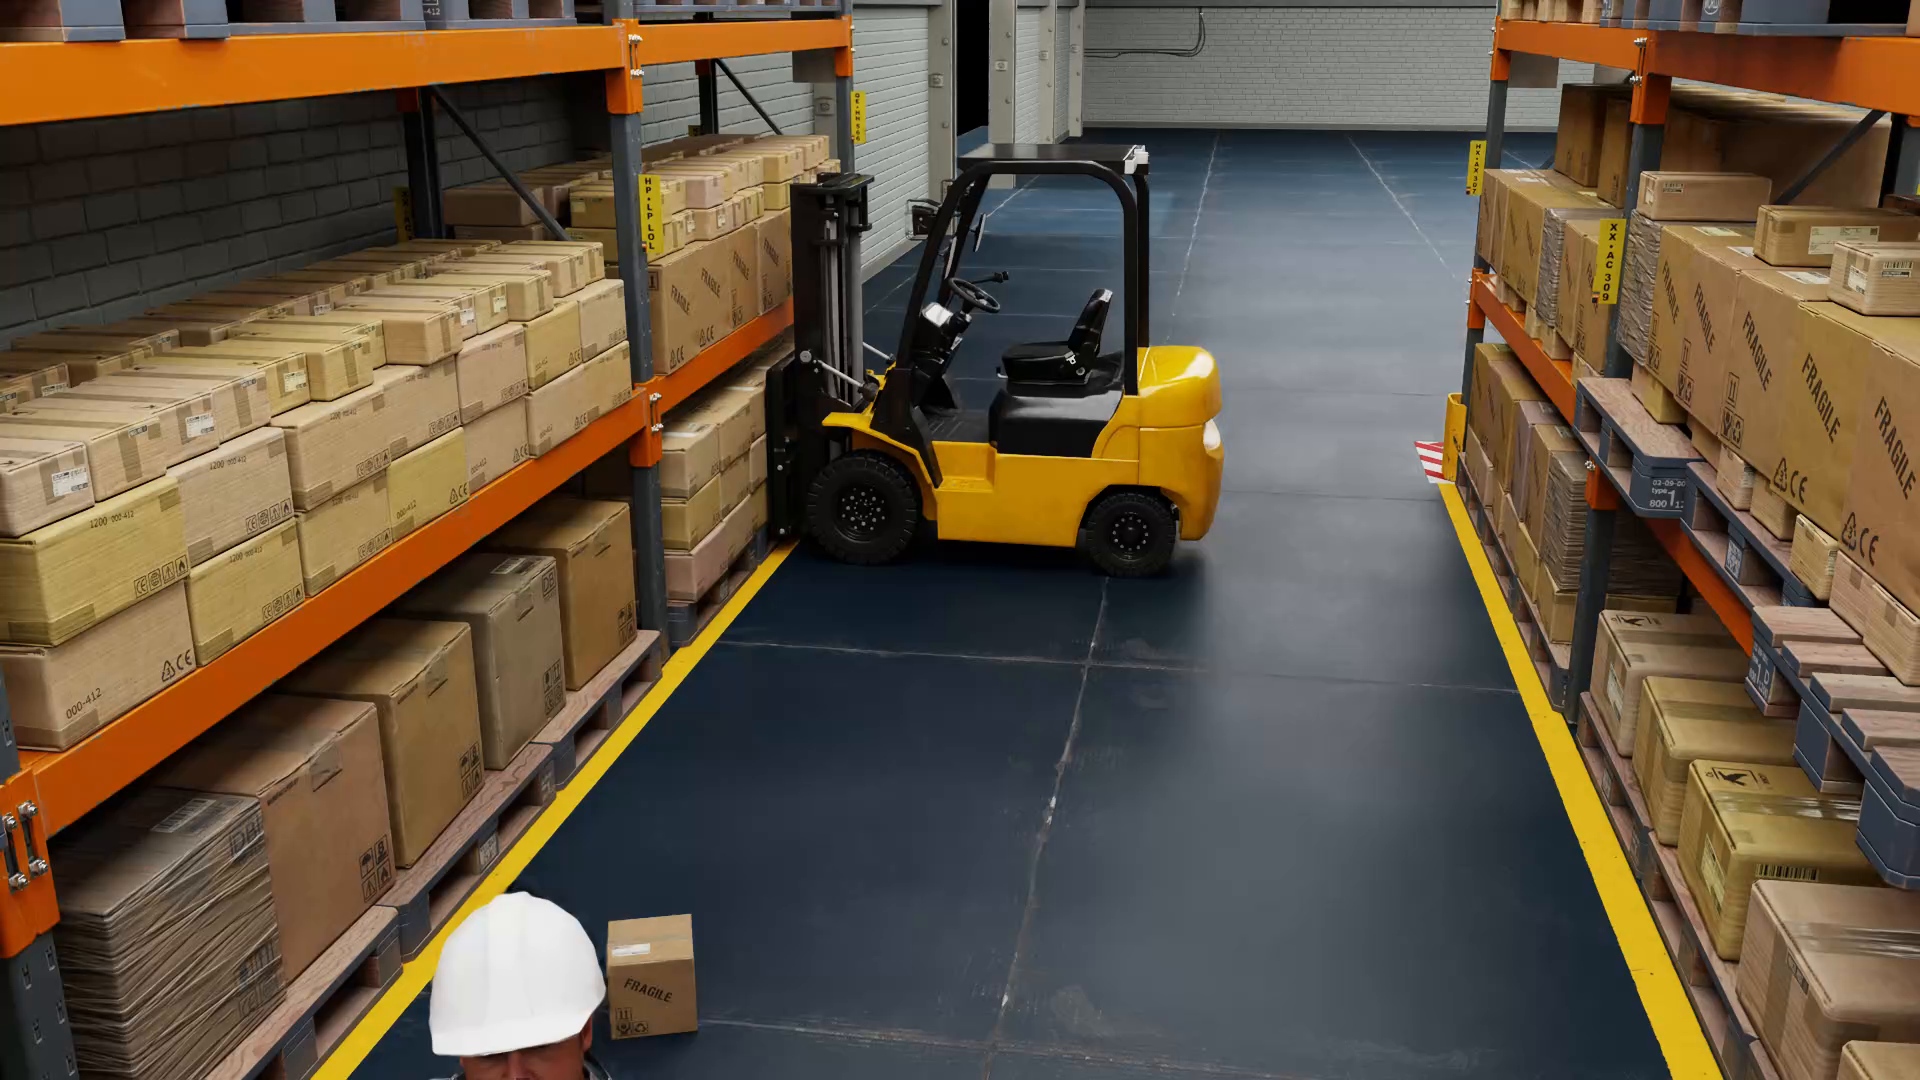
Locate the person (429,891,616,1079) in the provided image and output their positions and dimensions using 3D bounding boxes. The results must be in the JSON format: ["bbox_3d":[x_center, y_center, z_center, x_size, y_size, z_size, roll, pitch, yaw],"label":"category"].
[{"bbox_3d":[-0.555,1.361,2.274,0.567,1.817,0.515,0,18,0],"label":"person"}]
